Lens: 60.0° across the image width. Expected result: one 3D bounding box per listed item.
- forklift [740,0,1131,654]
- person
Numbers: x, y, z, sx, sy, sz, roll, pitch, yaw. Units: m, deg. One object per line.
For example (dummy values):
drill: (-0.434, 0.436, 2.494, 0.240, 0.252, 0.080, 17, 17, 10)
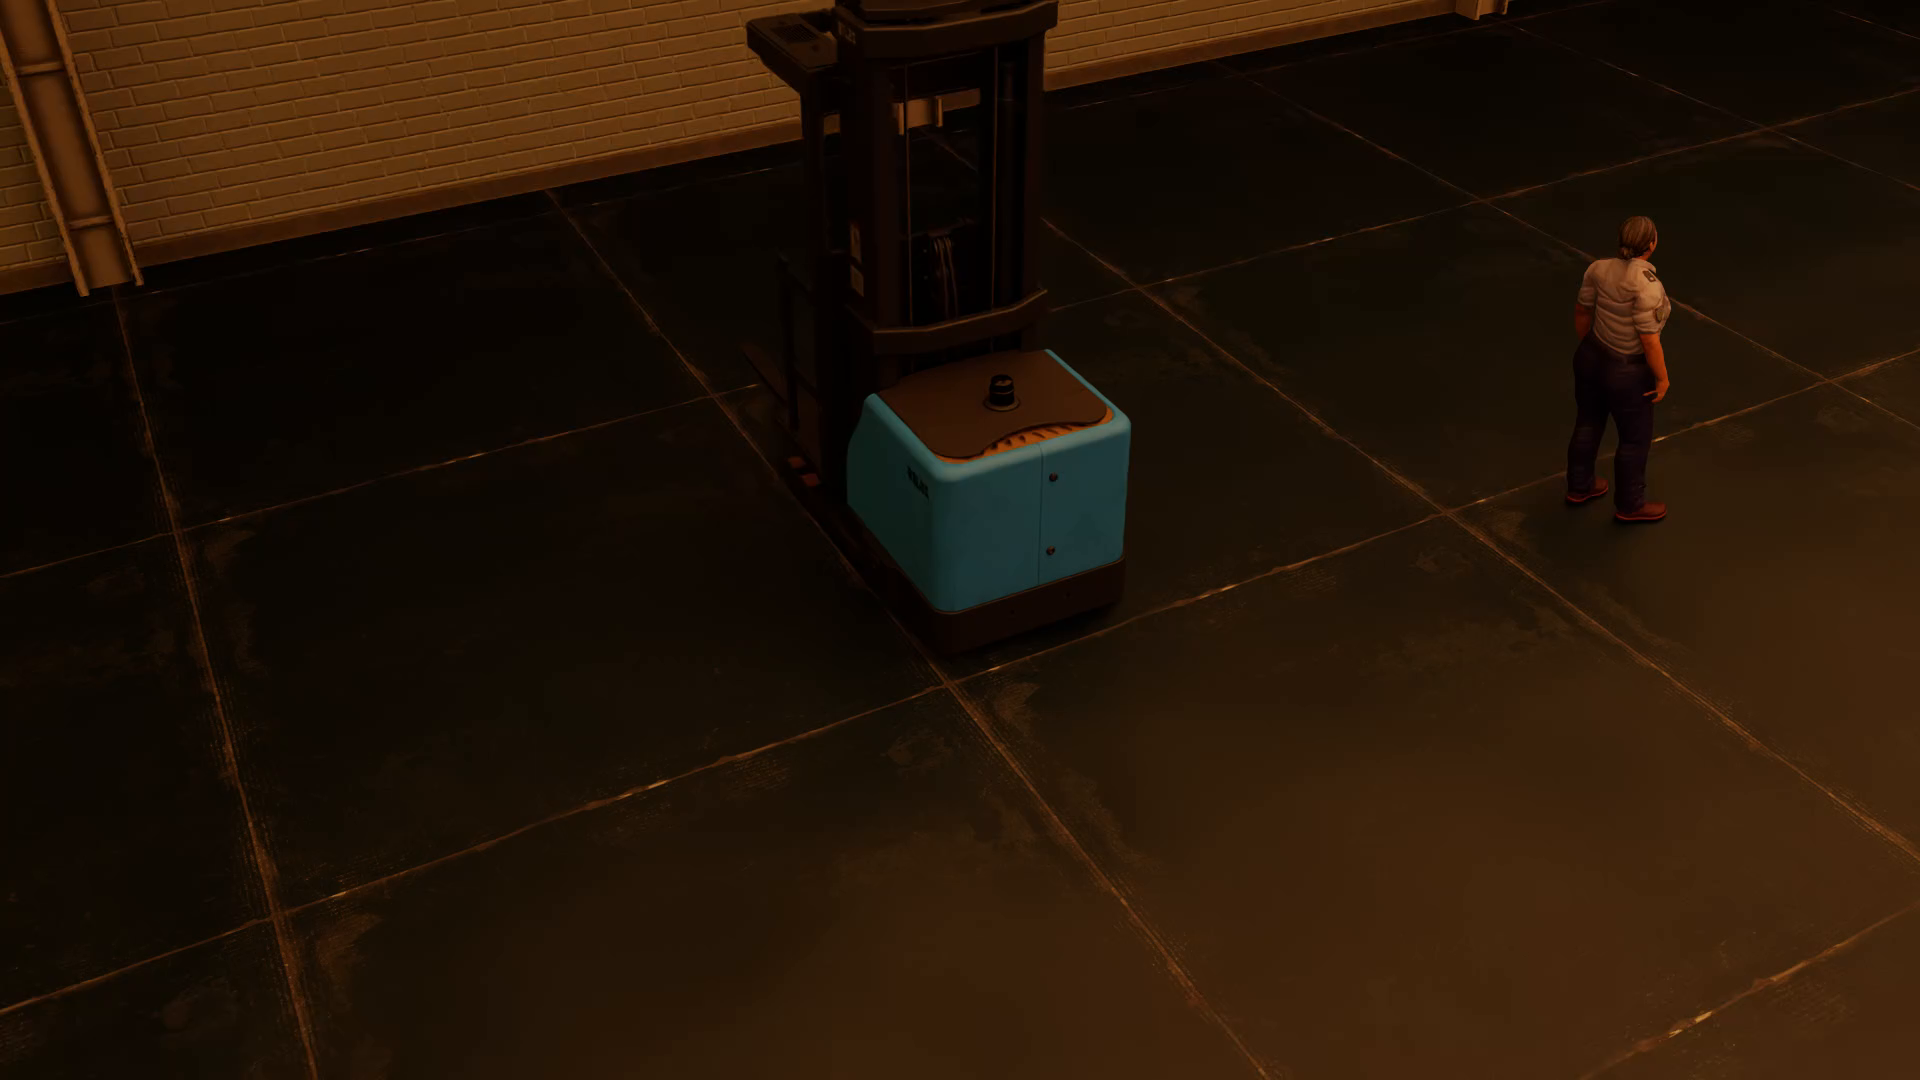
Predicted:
forklift: (-0.324, -1.497, 8.240, 1.130, 2.935, 3.031, -17, 39, -22)
person: (3.422, -0.884, 8.483, 0.502, 1.641, 0.598, -17, 39, -22)
